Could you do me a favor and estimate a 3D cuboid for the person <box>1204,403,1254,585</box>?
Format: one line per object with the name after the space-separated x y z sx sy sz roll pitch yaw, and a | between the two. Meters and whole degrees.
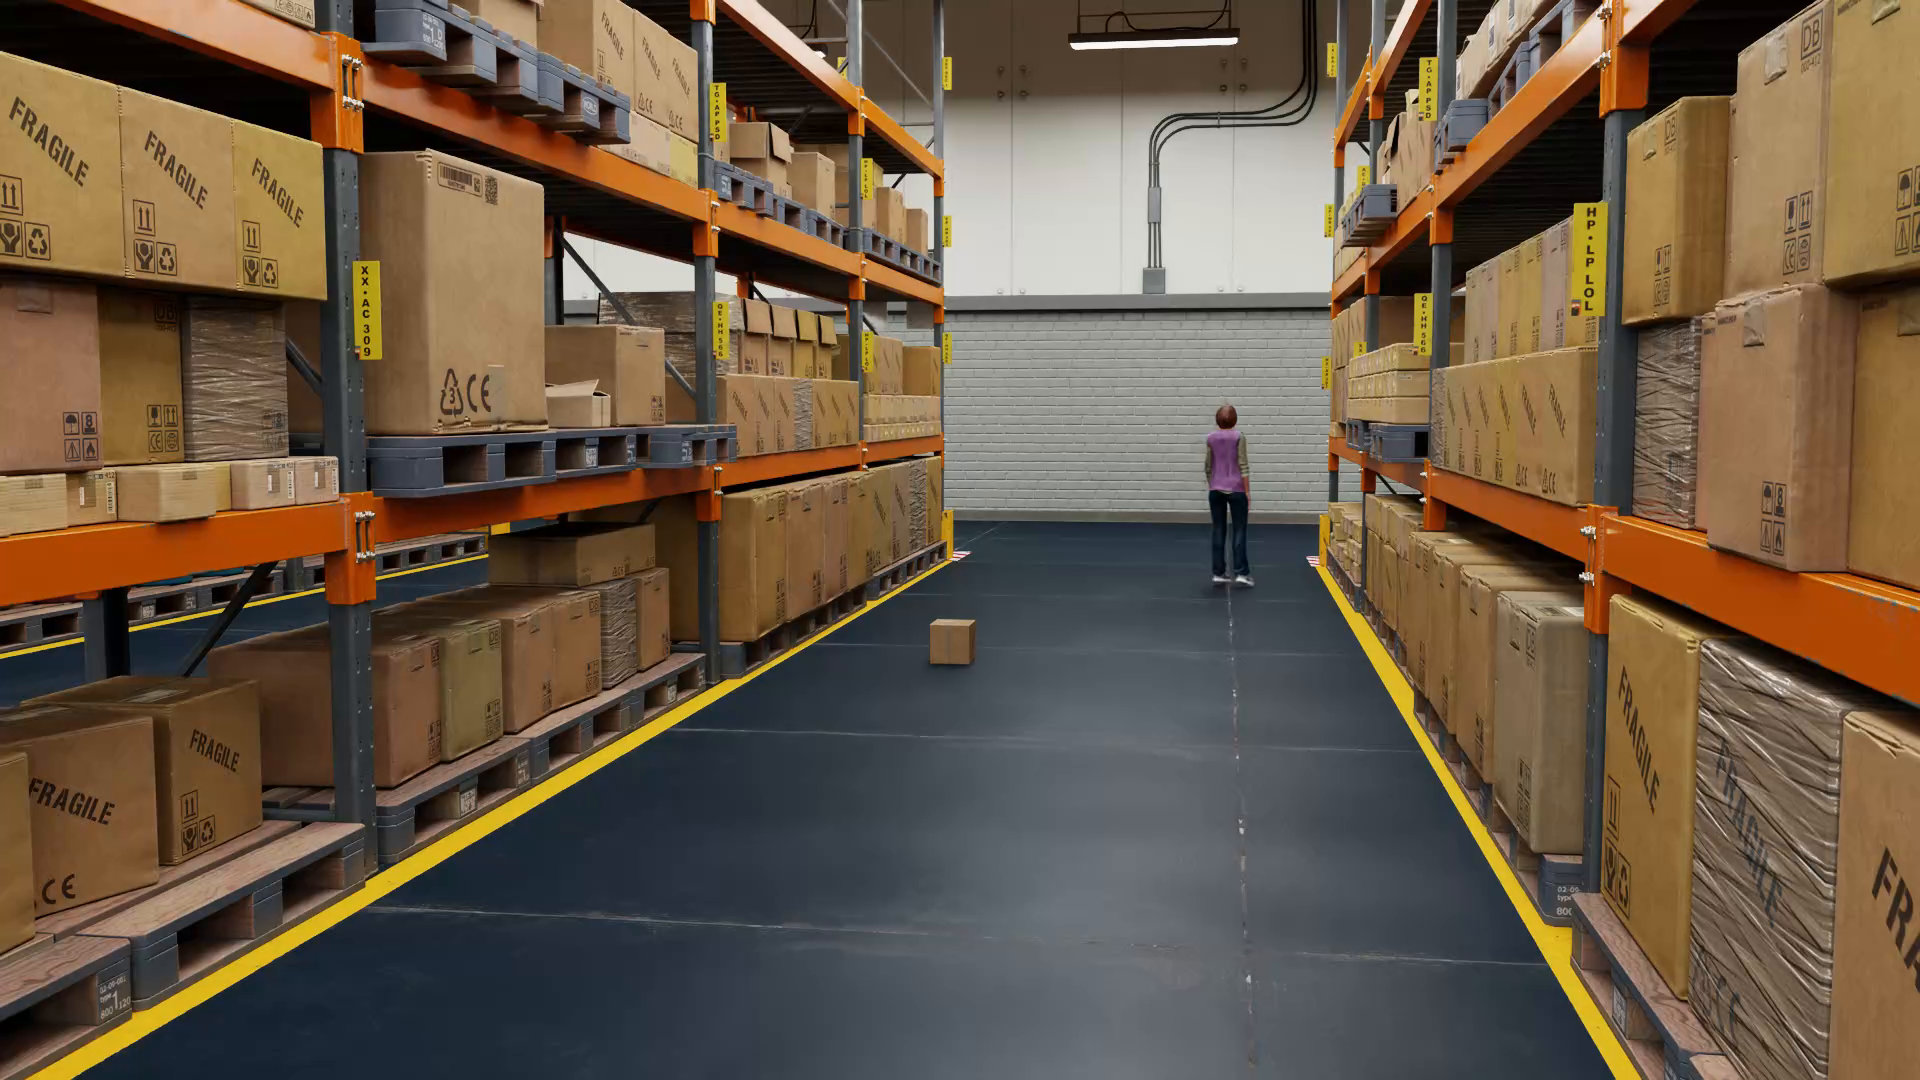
2.401 -0.406 14.851 0.444 1.623 0.370 3 5 31 | person
